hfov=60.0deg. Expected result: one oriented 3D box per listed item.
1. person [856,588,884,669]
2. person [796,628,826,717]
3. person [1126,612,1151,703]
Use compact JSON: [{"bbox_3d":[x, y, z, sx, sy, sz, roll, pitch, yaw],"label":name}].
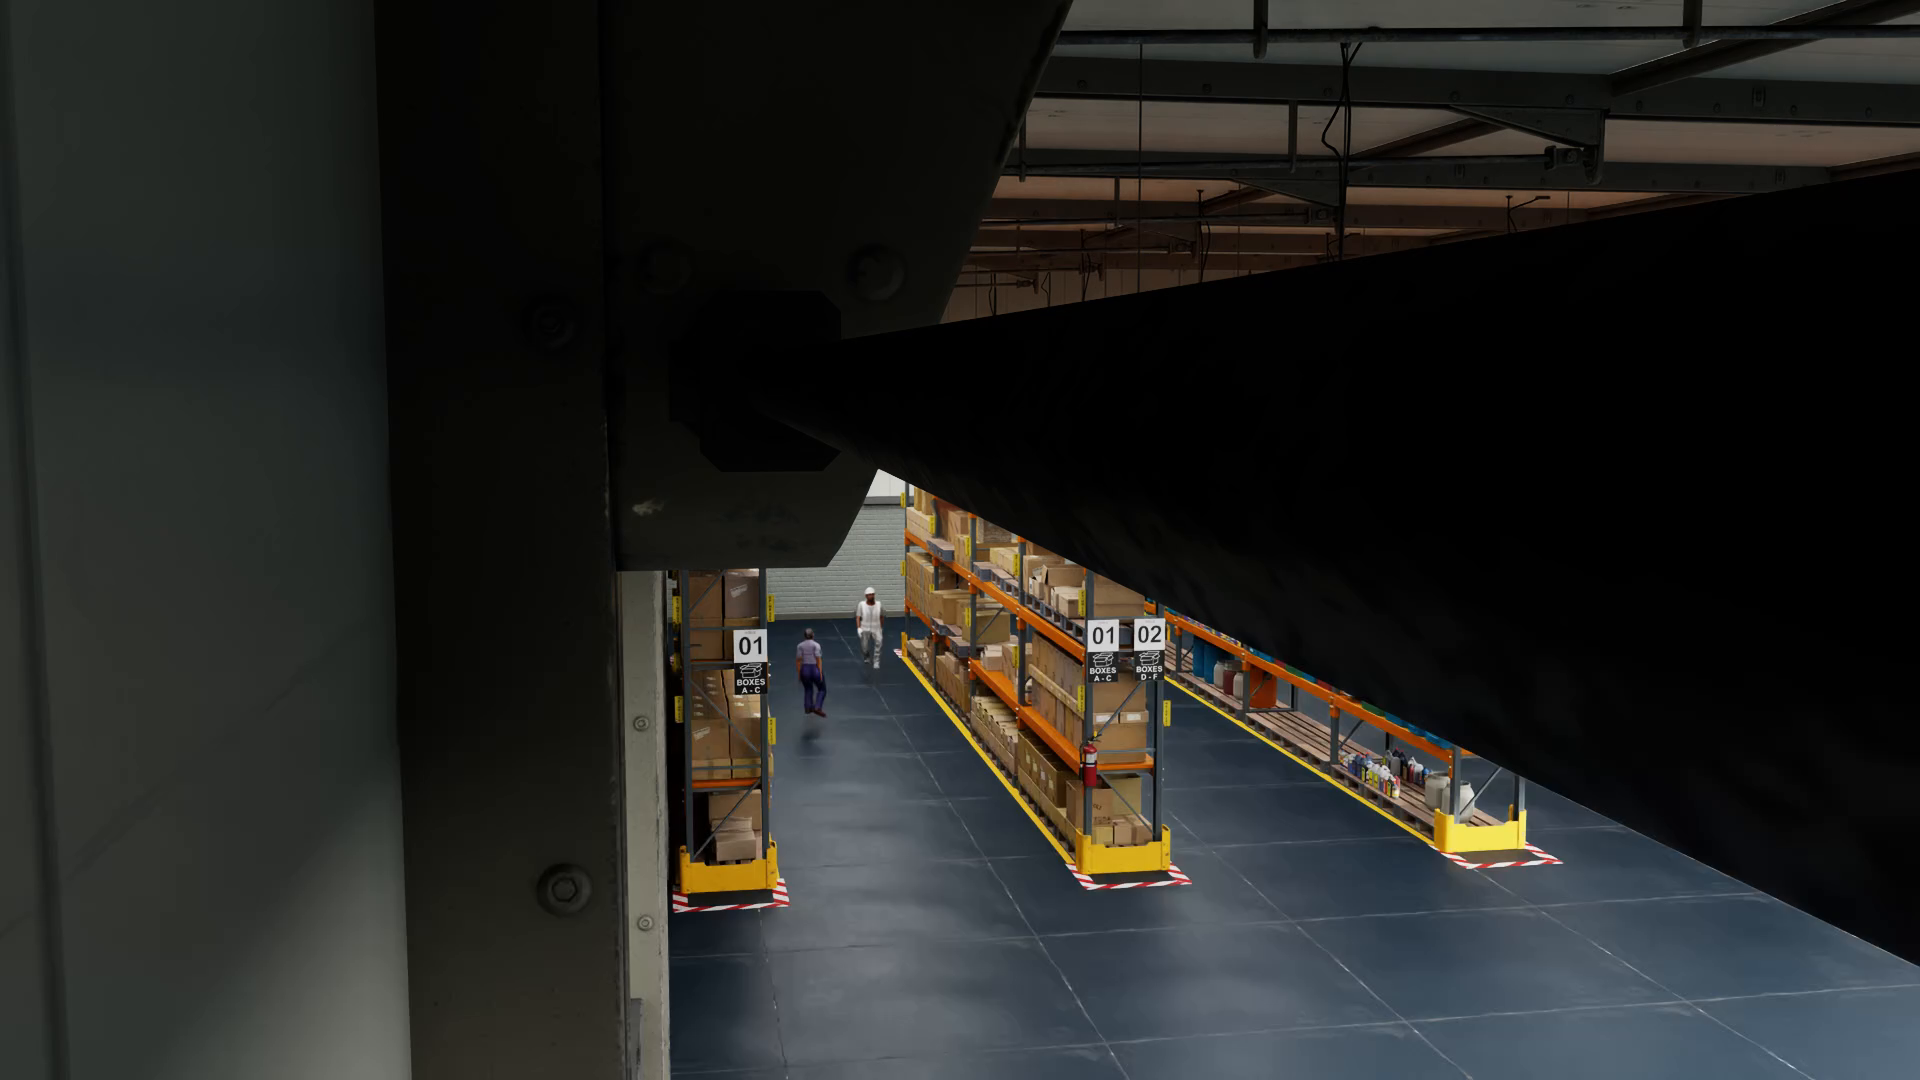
[{"bbox_3d":[-1.816,1.768,33.655,0.571,1.598,1.076,-1,6,-7],"label":"person"},{"bbox_3d":[-2.610,2.328,29.162,0.537,1.580,0.474,1,6,7],"label":"person"},{"bbox_3d":[3.420,2.234,31.132,0.642,1.791,0.641,0,6,2],"label":"person"}]
